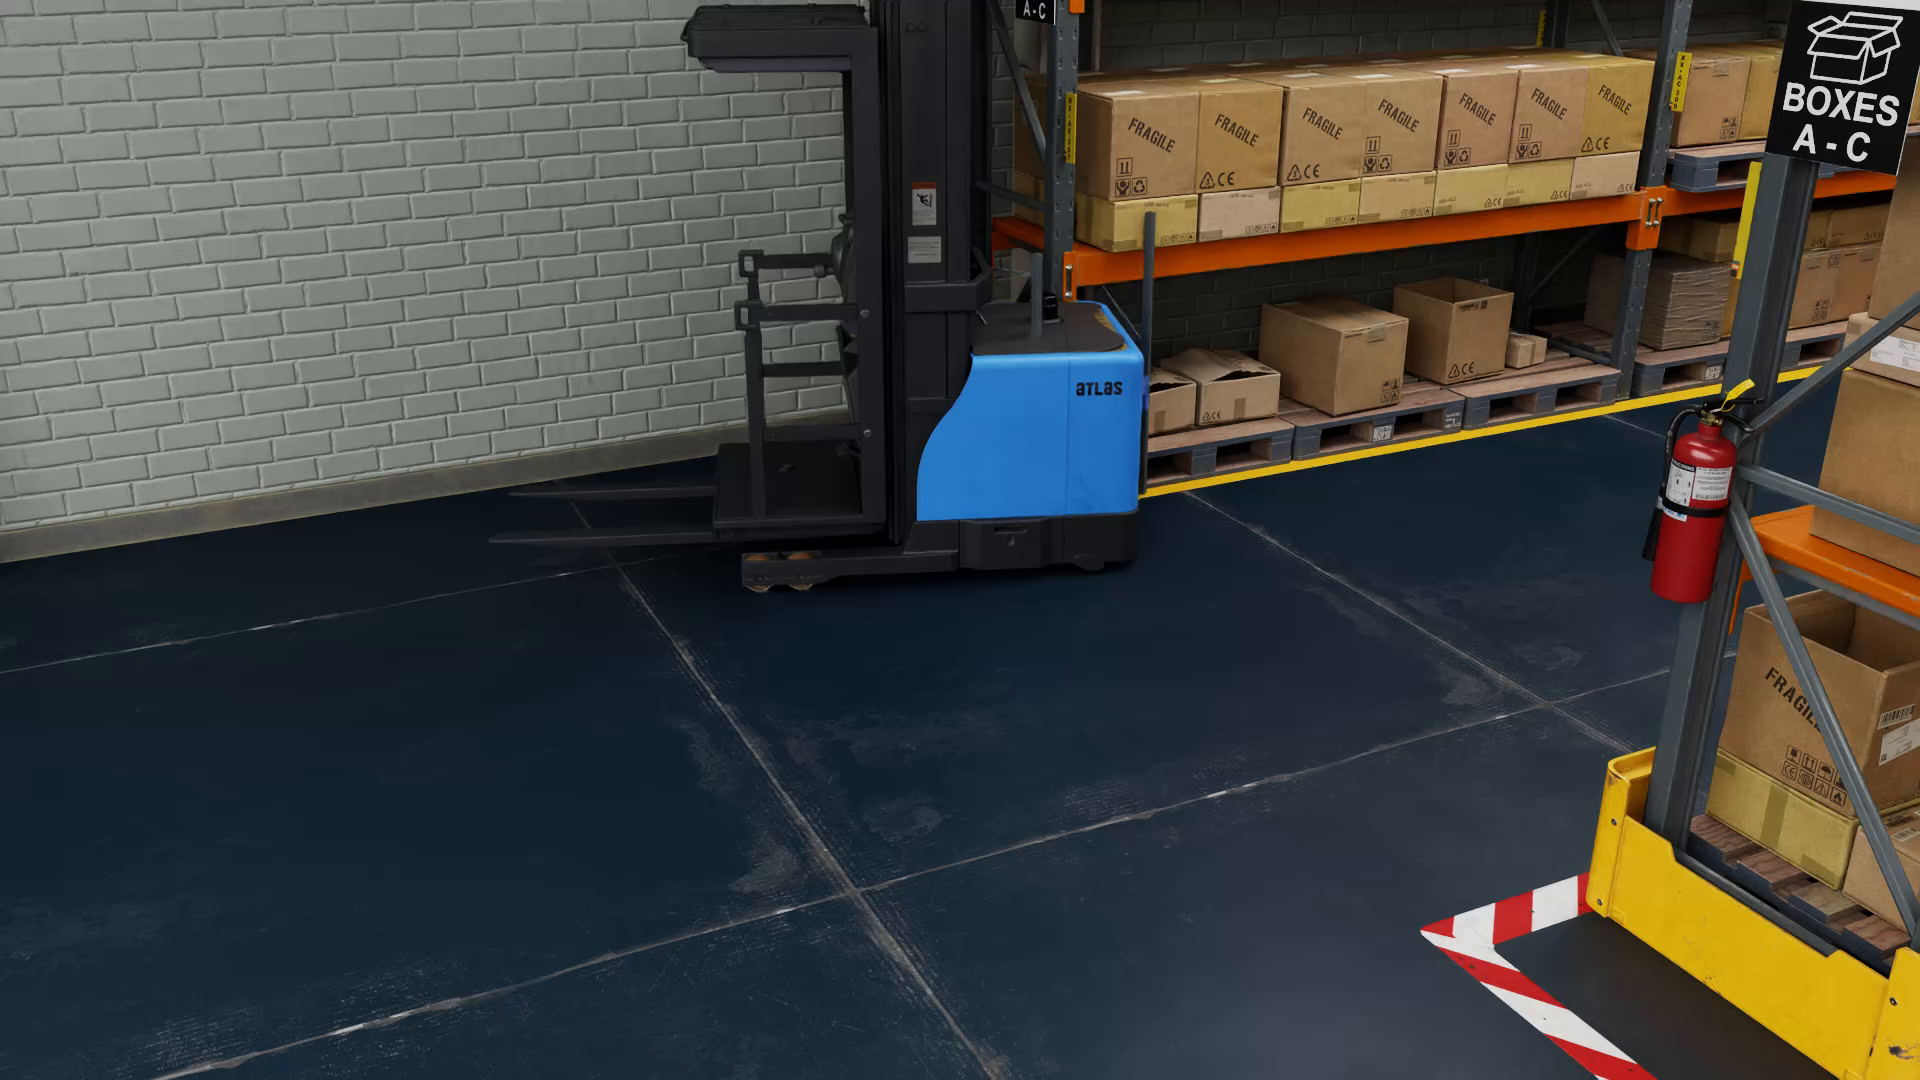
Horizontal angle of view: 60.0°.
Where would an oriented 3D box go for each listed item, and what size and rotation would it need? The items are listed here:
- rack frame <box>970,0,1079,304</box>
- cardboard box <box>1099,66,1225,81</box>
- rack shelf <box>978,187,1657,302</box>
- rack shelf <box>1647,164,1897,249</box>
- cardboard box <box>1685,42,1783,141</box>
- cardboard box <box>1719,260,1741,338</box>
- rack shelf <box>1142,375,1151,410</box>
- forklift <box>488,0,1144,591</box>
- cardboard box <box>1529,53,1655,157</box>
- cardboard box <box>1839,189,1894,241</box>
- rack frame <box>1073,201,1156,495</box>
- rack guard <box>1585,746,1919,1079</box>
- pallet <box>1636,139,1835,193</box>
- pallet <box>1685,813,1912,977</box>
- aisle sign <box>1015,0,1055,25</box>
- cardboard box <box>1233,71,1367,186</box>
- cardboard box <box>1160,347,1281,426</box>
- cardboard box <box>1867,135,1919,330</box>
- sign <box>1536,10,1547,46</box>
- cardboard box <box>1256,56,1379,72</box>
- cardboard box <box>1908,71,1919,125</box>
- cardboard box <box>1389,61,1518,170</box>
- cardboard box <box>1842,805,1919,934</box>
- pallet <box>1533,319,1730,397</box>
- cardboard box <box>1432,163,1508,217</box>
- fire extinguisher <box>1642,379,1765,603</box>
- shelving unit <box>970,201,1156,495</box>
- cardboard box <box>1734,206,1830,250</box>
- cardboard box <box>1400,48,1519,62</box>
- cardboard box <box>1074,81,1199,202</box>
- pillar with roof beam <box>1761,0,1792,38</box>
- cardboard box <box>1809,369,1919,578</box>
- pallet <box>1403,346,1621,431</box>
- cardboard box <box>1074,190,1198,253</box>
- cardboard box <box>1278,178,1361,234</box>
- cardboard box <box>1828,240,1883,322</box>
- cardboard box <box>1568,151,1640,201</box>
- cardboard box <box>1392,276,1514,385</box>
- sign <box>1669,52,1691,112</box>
[{"bbox_3d":[0.292,-1.757,8.573,0.127,3.000,1.000,-10,25,-24],"label":"rack frame"},{"bbox_3d":[1.082,-2.275,9.014,0.500,0.500,0.500,-10,25,-23],"label":"cardboard box"},{"bbox_3d":[2.094,-1.756,9.512,4.000,0.370,1.077,-10,25,-24],"label":"rack shelf"},{"bbox_3d":[5.698,-2.420,11.115,4.000,0.370,1.077,-10,25,-24],"label":"rack shelf"},{"bbox_3d":[4.876,-2.833,10.466,0.500,0.500,0.700,-8,24,-18],"label":"cardboard box"},{"bbox_3d":[4.996,-1.700,11.127,0.500,0.500,0.700,-11,25,-25],"label":"cardboard box"},{"bbox_3d":[0.474,-0.657,8.367,0.538,0.185,1.000,16,28,33],"label":"rack shelf"},{"bbox_3d":[-0.701,-1.330,7.631,3.031,2.935,1.130,-2,23,-6],"label":"forklift"},{"bbox_3d":[3.604,-2.522,9.610,0.500,0.500,0.500,-10,25,-24],"label":"cardboard box"},{"bbox_3d":[6.333,-2.269,11.521,0.500,0.250,0.500,-10,24,-23],"label":"cardboard box"},{"bbox_3d":[0.770,-0.989,8.671,0.500,1.500,0.032,16,28,33],"label":"rack frame"},{"bbox_3d":[2.422,1.108,4.919,0.348,0.500,1.175,-10,25,-24],"label":"rack guard"},{"bbox_3d":[4.648,-2.409,10.398,1.213,0.211,1.003,-10,25,-24],"label":"pallet"},{"bbox_3d":[3.114,1.096,5.325,1.213,0.211,1.003,-10,25,-24],"label":"pallet"},{"bbox_3d":[0.357,-2.843,7.797,0.004,0.787,0.394,-10,25,-24],"label":"aisle sign"},{"bbox_3d":[1.770,-2.181,8.787,0.500,0.500,0.500,-11,25,-25],"label":"cardboard box"},{"bbox_3d":[1.468,-0.896,9.434,0.500,0.311,0.500,-8,24,-19],"label":"cardboard box"},{"bbox_3d":[2.917,-0.778,4.381,0.500,0.500,0.700,-10,25,-23],"label":"cardboard box"},{"bbox_3d":[3.652,-3.146,10.415,0.005,0.325,0.100,-10,25,-24],"label":"sign"},{"bbox_3d":[2.000,-2.446,9.426,0.500,0.500,0.500,-10,25,-23],"label":"cardboard box"},{"bbox_3d":[5.968,-3.038,10.961,0.500,0.500,0.700,-10,25,-24],"label":"cardboard box"},{"bbox_3d":[2.698,-2.357,9.213,0.500,0.500,0.500,-11,25,-25],"label":"cardboard box"},{"bbox_3d":[3.023,1.014,4.926,0.500,0.250,0.500,-10,25,-24],"label":"cardboard box"},{"bbox_3d":[4.597,-1.262,11.022,1.213,0.211,1.003,-10,25,-24],"label":"pallet"},{"bbox_3d":[2.701,-2.009,9.351,0.500,0.250,0.500,-11,25,-24],"label":"cardboard box"},{"bbox_3d":[2.135,-0.155,4.804,0.183,0.674,0.296,-10,25,-24],"label":"fire extinguisher"},{"bbox_3d":[0.471,-0.822,8.296,0.538,1.500,1.048,16,28,33],"label":"shelving unit"},{"bbox_3d":[5.414,-2.105,11.126,0.500,0.250,0.500,-11,25,-25],"label":"cardboard box"},{"bbox_3d":[2.914,-2.617,9.839,0.500,0.500,0.500,-11,25,-24],"label":"cardboard box"},{"bbox_3d":[0.852,-2.019,8.395,0.500,0.500,0.500,-10,25,-24],"label":"cardboard box"},{"bbox_3d":[7.821,-4.455,7.246,0.400,9.000,9.100,-10,25,-24],"label":"pillar with roof beam"},{"bbox_3d":[2.869,-0.170,4.608,0.500,0.500,0.700,-10,25,-24],"label":"cardboard box"},{"bbox_3d":[3.306,-1.009,10.411,1.213,0.211,1.003,-10,25,-24],"label":"pallet"},{"bbox_3d":[0.869,-1.669,8.529,0.500,0.250,0.500,-11,25,-25],"label":"cardboard box"},{"bbox_3d":[1.792,-1.842,8.948,0.500,0.250,0.500,-11,25,-24],"label":"cardboard box"},{"bbox_3d":[5.924,-1.857,11.508,0.500,0.500,0.700,-11,25,-24],"label":"cardboard box"},{"bbox_3d":[3.600,-2.178,9.759,0.500,0.250,0.500,-10,25,-23],"label":"cardboard box"},{"bbox_3d":[2.978,-1.283,10.121,0.500,0.500,0.500,-12,26,-28],"label":"cardboard box"},{"bbox_3d":[4.138,-2.635,9.562,0.005,0.325,0.100,-10,25,-24],"label":"sign"}]
